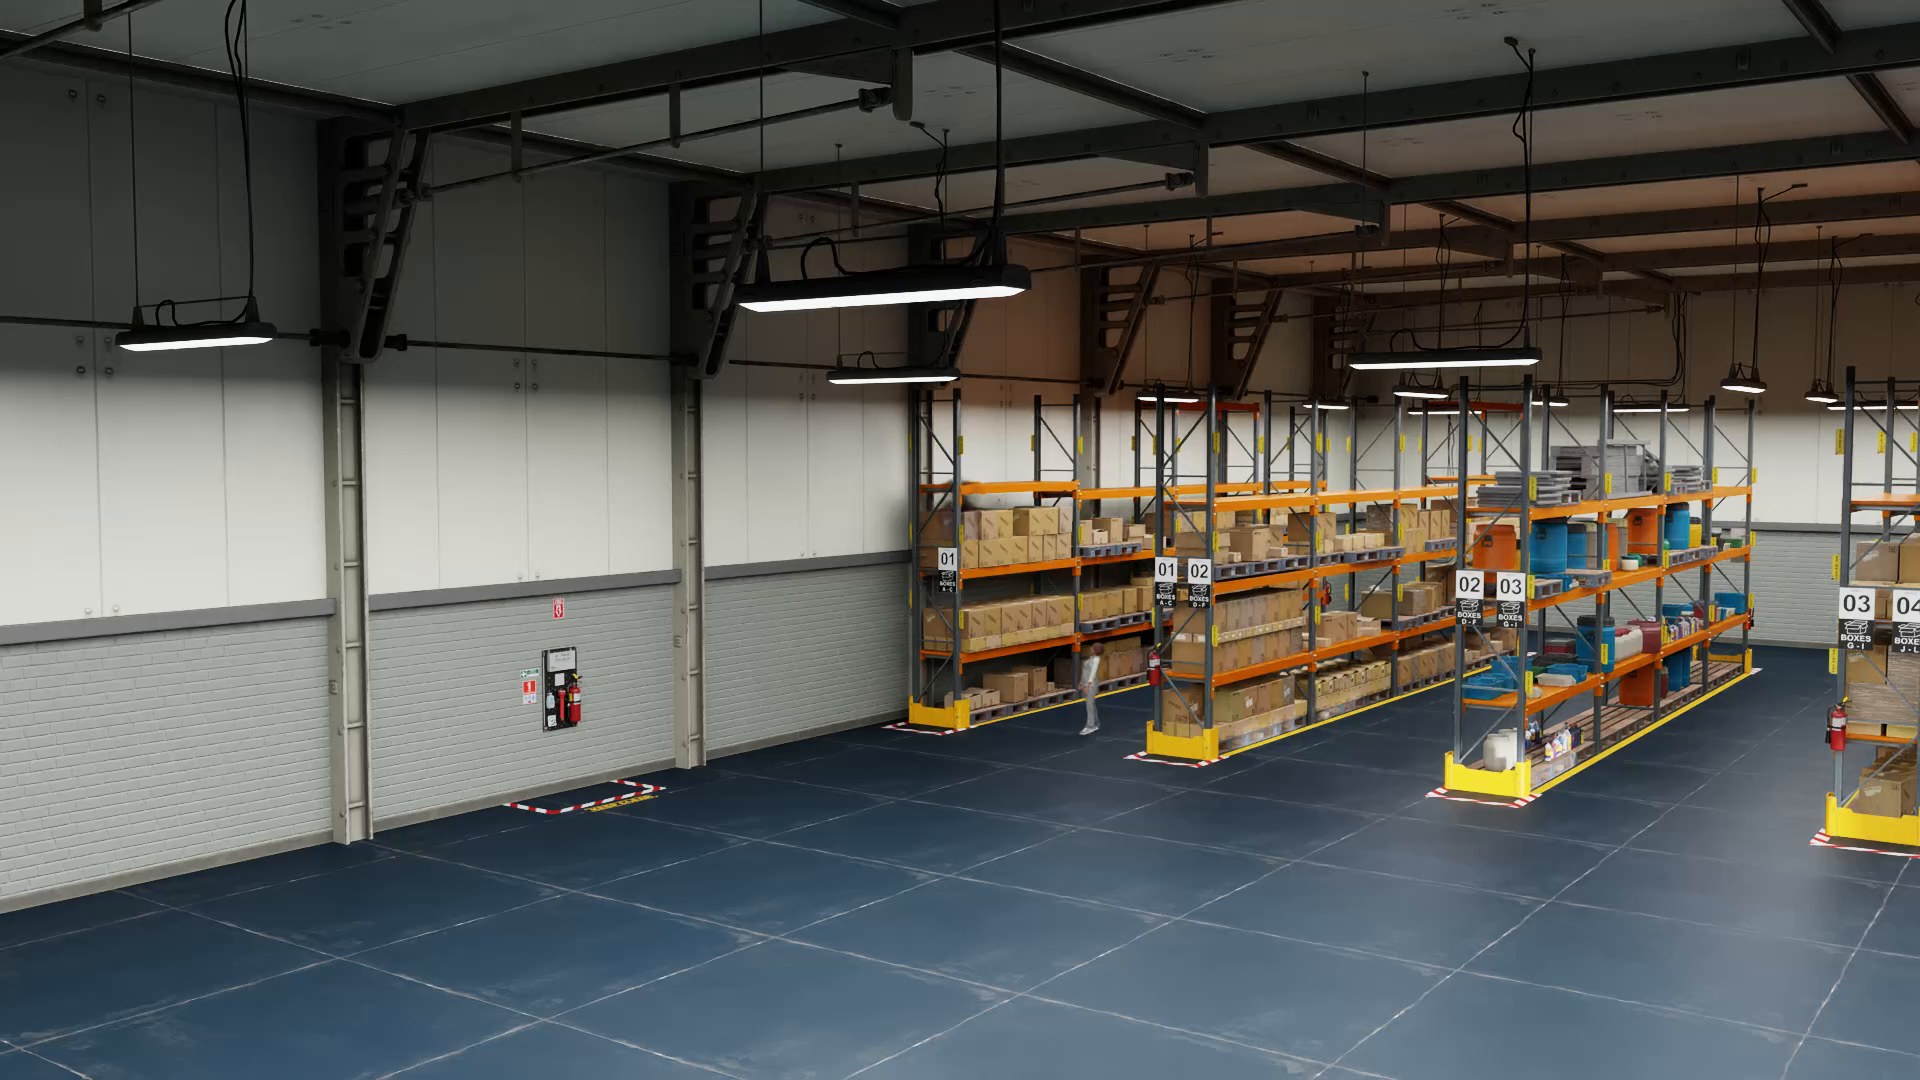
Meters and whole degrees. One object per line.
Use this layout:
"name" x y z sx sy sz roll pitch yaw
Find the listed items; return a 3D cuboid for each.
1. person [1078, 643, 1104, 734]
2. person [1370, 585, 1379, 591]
"person" 2.254 2.582 28.980 0.490 1.580 0.444 -1 3 -20
"person" 9.499 1.944 38.121 0.627 1.821 0.379 -2 4 -35
